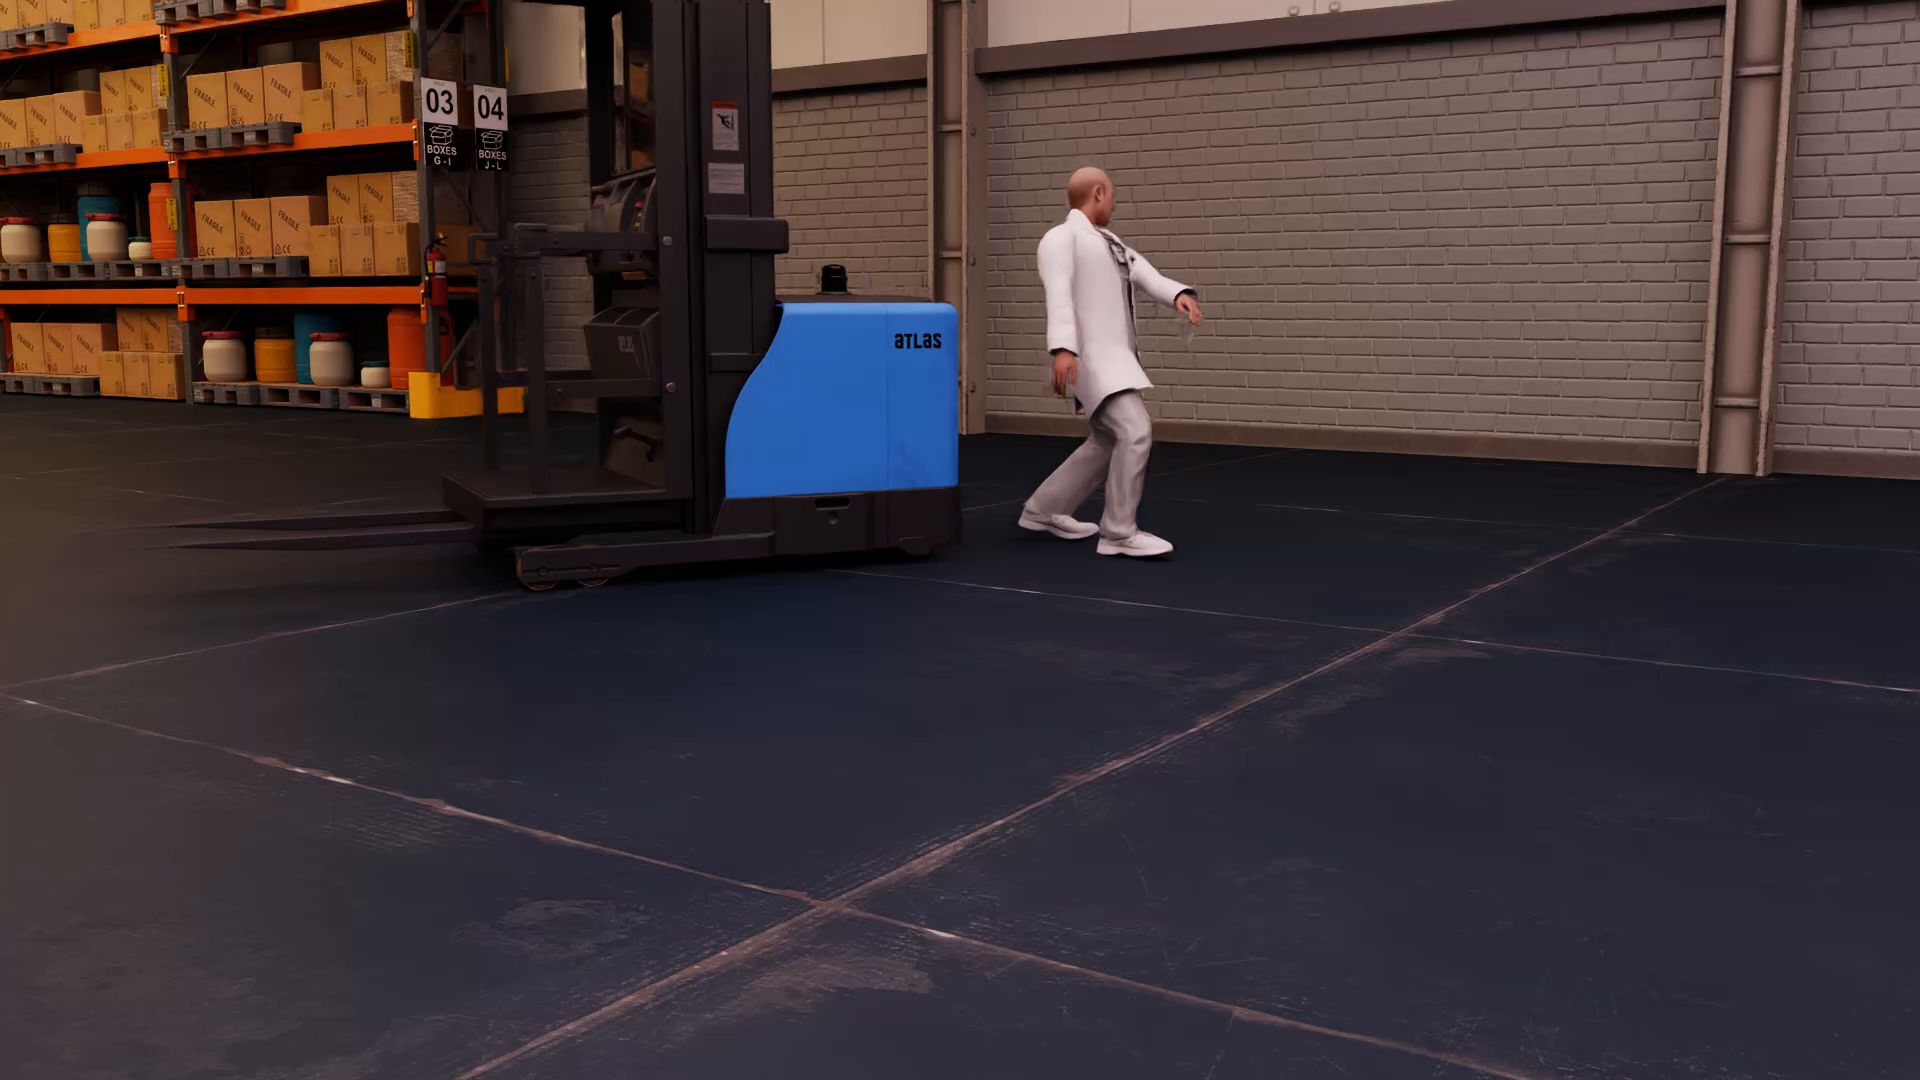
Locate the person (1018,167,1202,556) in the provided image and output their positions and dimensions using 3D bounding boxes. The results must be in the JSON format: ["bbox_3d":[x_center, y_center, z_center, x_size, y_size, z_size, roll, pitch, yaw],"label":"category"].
[{"bbox_3d":[0.600,-0.775,7.168,0.889,1.656,0.783,3,9,21],"label":"person"}]

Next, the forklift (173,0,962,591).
[{"bbox_3d":[-1.549,-1.344,6.641,3.031,2.935,1.130,-4,9,-25],"label":"forklift"}]
